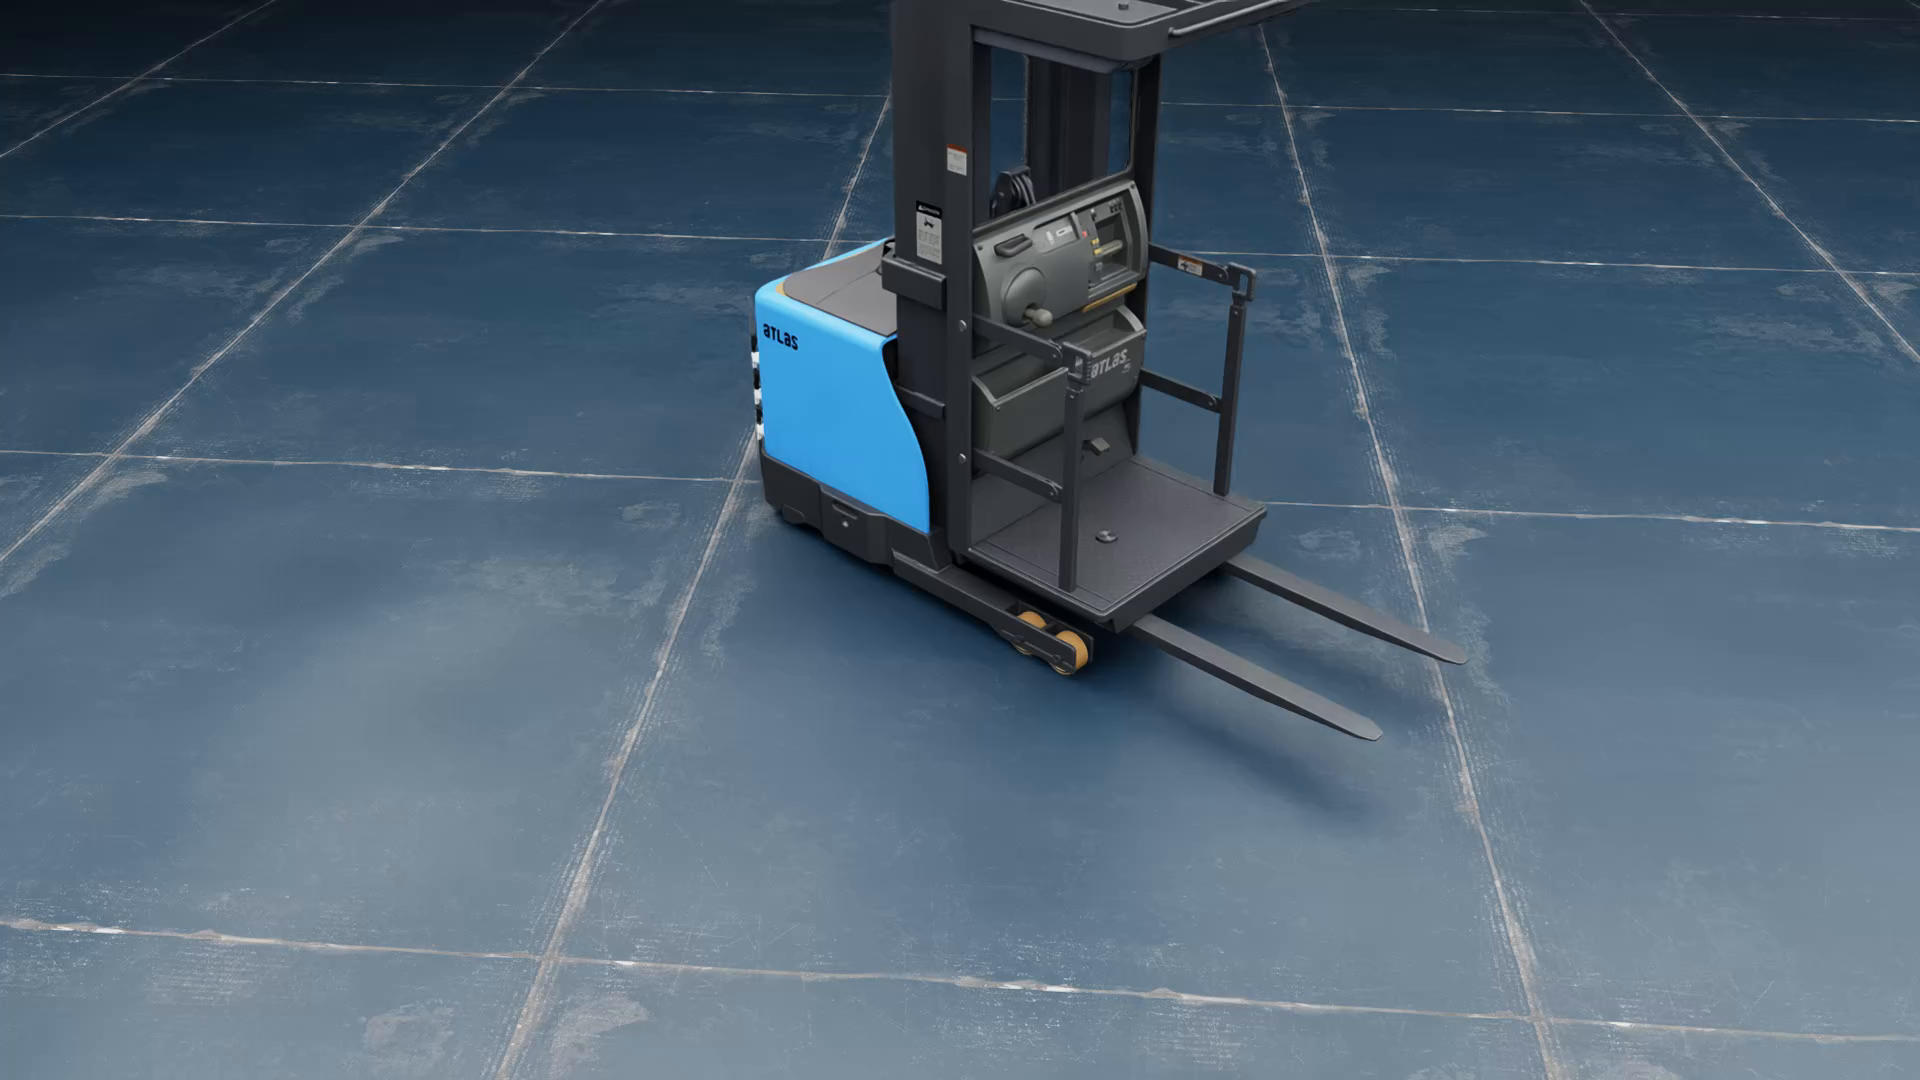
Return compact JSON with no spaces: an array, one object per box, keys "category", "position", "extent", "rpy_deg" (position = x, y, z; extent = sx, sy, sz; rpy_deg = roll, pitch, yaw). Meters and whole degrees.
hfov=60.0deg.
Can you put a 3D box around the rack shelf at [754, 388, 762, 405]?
[{"category":"rack shelf","position":[-0.769,-0.657,7.522],"extent":[0.200,0.077,0.258],"rpy_deg":[26,40,36]}]

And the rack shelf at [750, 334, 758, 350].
[{"category":"rack shelf","position":[-0.769,-0.887,7.380],"extent":[0.200,0.077,0.258],"rpy_deg":[26,40,36]}]

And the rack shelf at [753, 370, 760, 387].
[{"category":"rack shelf","position":[-0.769,-0.733,7.474],"extent":[0.200,0.077,0.258],"rpy_deg":[26,40,36]}]

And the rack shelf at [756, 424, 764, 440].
[{"category":"rack shelf","position":[-0.769,-0.504,7.616],"extent":[0.200,0.077,0.258],"rpy_deg":[26,40,36]}]

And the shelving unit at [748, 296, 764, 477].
[{"category":"shelving unit","position":[-0.769,-0.685,7.504],"extent":[0.210,0.900,0.258],"rpy_deg":[26,40,36]}]

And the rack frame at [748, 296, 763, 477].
[{"category":"rack frame","position":[-0.843,-0.722,7.563],"extent":[0.006,0.900,0.240],"rpy_deg":[26,40,36]}]

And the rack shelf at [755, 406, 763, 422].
[{"category":"rack shelf","position":[-0.769,-0.580,7.569],"extent":[0.200,0.077,0.258],"rpy_deg":[26,40,36]}]

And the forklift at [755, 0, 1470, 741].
[{"category":"forklift","position":[0.547,-1.039,6.143],"extent":[3.031,2.935,1.130],"rpy_deg":[26,40,36]}]

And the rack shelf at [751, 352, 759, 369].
[{"category":"rack shelf","position":[-0.769,-0.810,7.427],"extent":[0.200,0.077,0.258],"rpy_deg":[26,40,36]}]
